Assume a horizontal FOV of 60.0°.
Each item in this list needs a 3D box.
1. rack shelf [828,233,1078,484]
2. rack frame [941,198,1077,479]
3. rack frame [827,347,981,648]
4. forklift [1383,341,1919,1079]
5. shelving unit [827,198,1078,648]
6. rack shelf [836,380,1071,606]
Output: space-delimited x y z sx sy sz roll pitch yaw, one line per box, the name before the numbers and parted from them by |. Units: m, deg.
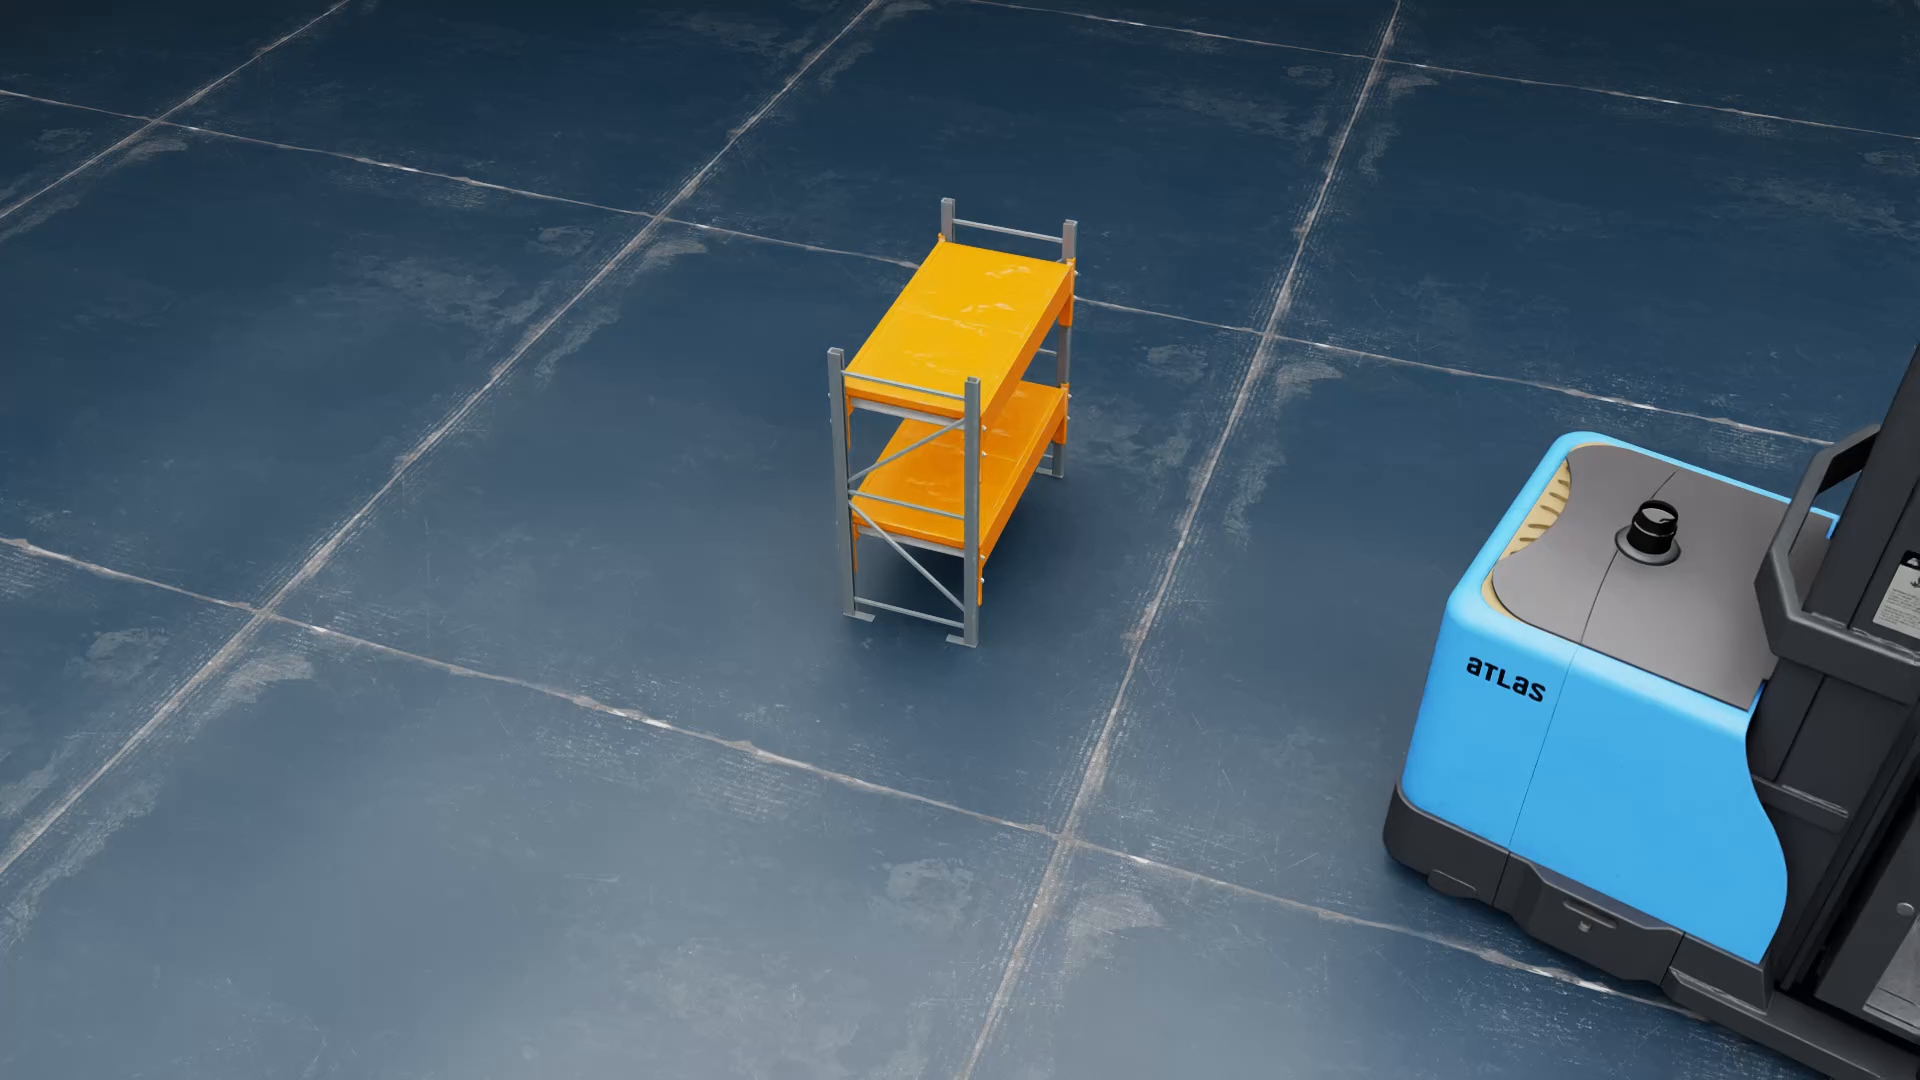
rack shelf | -0.002 -0.646 5.690 0.538 0.278 1.000 13 42 15
rack frame | 0.172 -0.734 6.243 0.500 1.125 0.032 13 42 15
rack frame | -0.176 -0.114 5.517 0.500 1.125 0.032 13 42 15
forklift | 2.794 0.149 3.817 3.031 2.935 1.130 24 46 25
shelving unit | -0.002 -0.424 5.880 0.538 1.125 1.048 13 42 15
rack shelf | -0.002 -0.238 6.039 0.538 0.278 1.000 13 42 15
